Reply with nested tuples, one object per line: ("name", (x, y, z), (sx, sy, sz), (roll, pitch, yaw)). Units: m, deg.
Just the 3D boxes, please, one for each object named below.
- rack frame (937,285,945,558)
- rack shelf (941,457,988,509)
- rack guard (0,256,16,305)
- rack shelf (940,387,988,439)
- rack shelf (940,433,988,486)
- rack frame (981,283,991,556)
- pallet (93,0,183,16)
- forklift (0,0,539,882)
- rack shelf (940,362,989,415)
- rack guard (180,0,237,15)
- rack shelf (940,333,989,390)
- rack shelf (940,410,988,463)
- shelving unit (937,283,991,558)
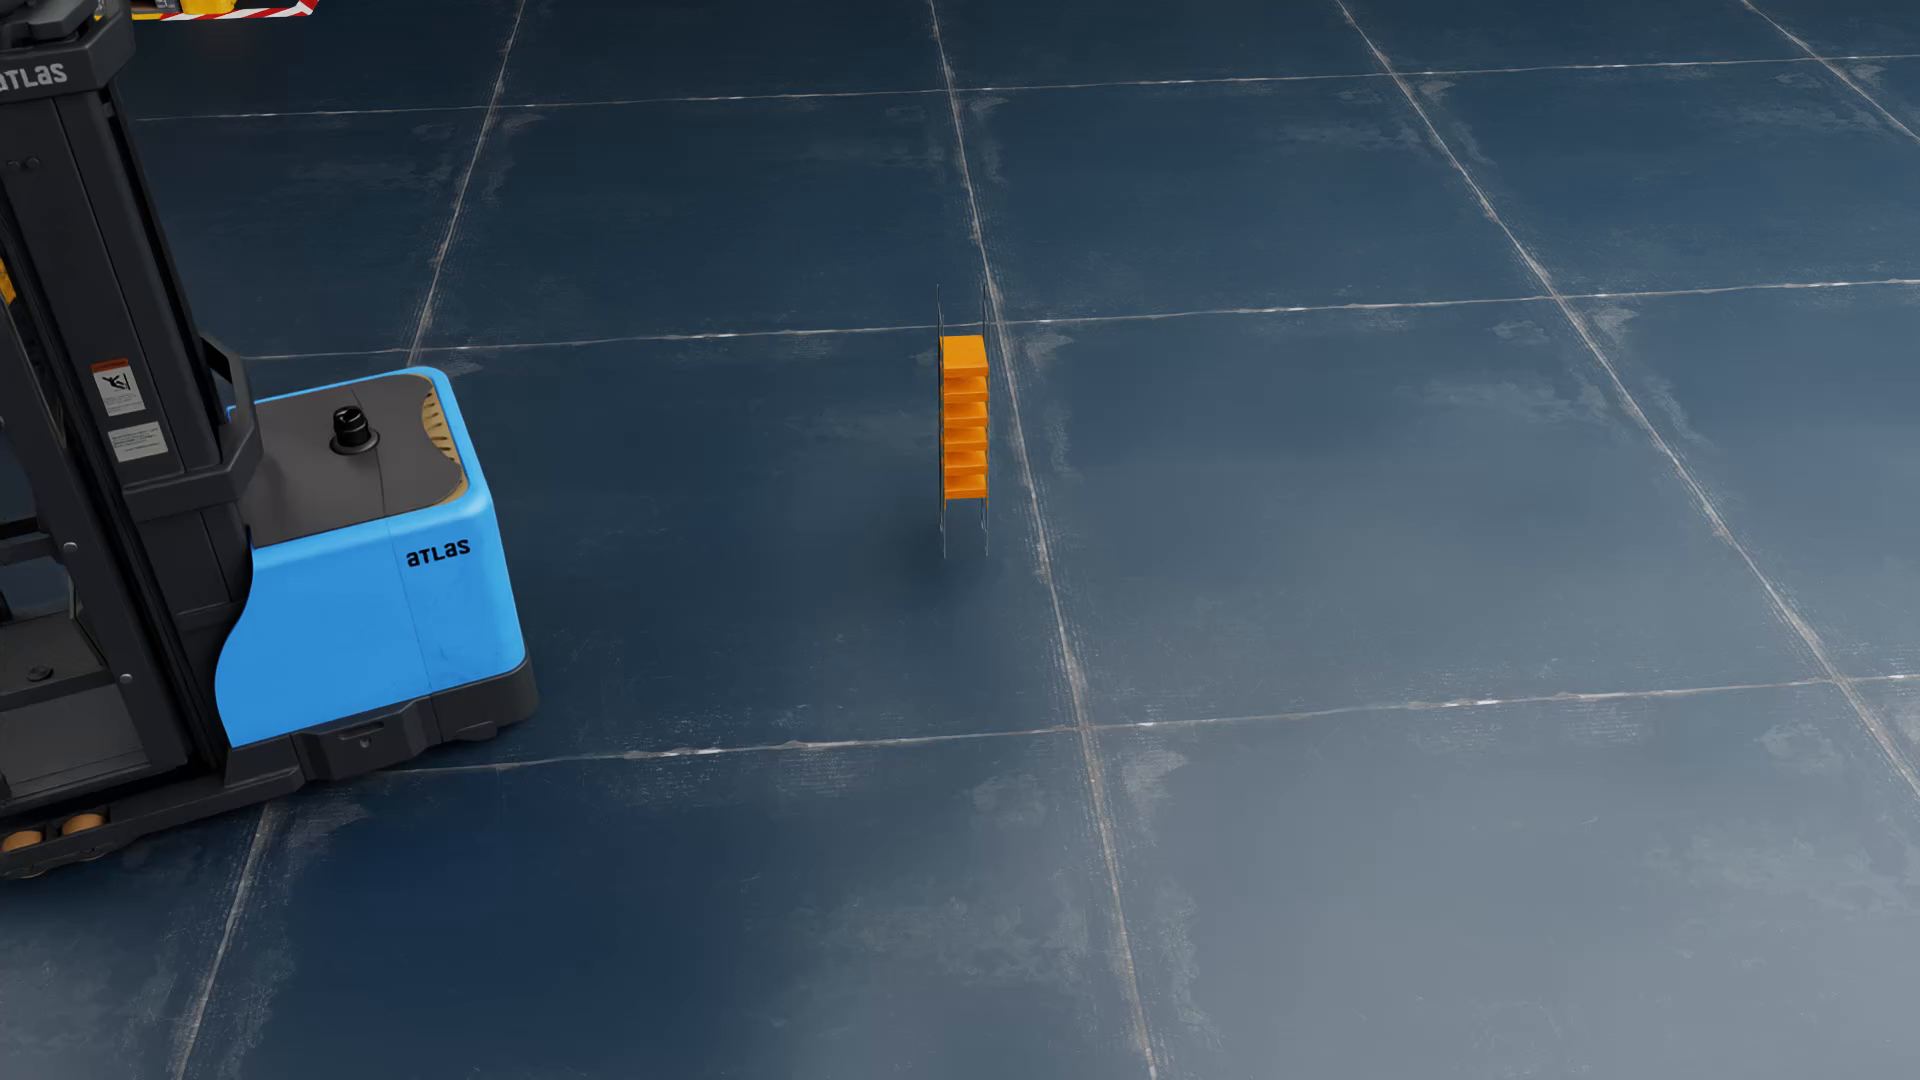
("rack frame", (-0.077, -0.467, 6.873), (0.006, 1.200, 0.240), (-3, 38, -4))
("rack shelf", (0.014, -0.249, 7.056), (0.180, 0.103, 0.258), (-3, 38, -4))
("rack guard", (-5.196, -1.312, 8.509), (0.348, 0.500, 1.175), (-3, 38, -4))
("rack shelf", (0.014, -0.531, 6.833), (0.180, 0.103, 0.258), (-3, 38, -4))
("rack shelf", (0.014, -0.343, 6.981), (0.180, 0.103, 0.258), (-3, 38, -4))
("rack frame", (0.106, -0.477, 6.886), (0.006, 1.200, 0.240), (-3, 38, -4))
("pallet", (-6.322, -4.197, 12.399), (1.213, 0.211, 1.003), (-3, 38, -4))
("forklift", (-3.171, -0.353, 5.332), (3.031, 2.935, 1.130), (-15, 41, -18))
("rack shelf", (0.014, -0.625, 6.758), (0.180, 0.103, 0.258), (-3, 38, -4))
("rack guard", (-5.540, -4.380, 12.397), (0.348, 0.500, 1.175), (-3, 38, -4))
("rack shelf", (0.014, -0.720, 6.684), (0.180, 0.103, 0.258), (-3, 38, -4))
("rack shelf", (0.014, -0.437, 6.907), (0.180, 0.103, 0.258), (-3, 38, -4))
("shelving unit", (0.014, -0.472, 6.879), (0.189, 1.200, 0.258), (-3, 38, -4))
